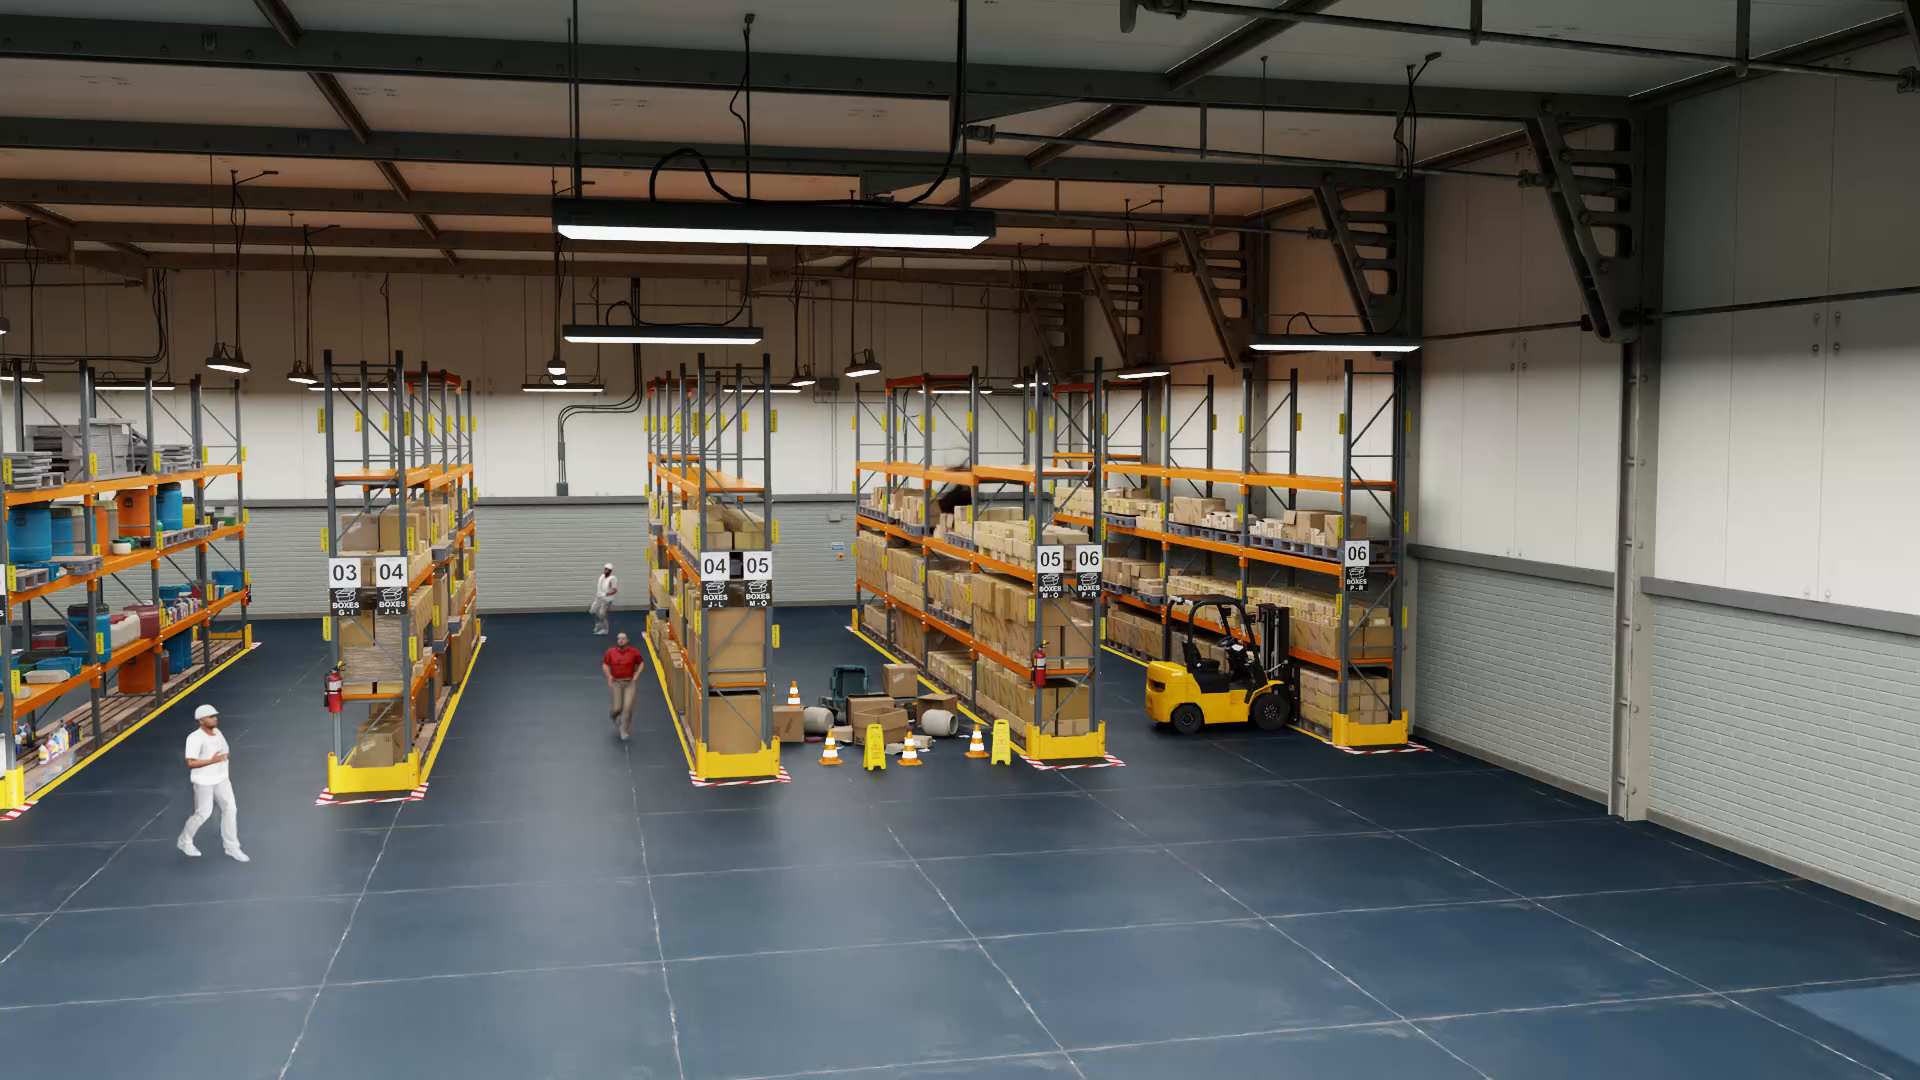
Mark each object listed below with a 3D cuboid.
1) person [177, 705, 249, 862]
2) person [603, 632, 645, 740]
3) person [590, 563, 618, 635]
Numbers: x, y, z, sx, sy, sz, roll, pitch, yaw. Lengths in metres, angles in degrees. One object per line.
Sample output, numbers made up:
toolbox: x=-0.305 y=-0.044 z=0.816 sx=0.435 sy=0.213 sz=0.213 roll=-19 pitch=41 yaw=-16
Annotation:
person: x=-8.580 y=2.780 z=19.007 sx=0.845 sy=1.808 sz=0.683 roll=1 pitch=4 yaw=16
person: x=-5.371 y=2.318 z=26.590 sx=0.653 sy=1.700 sz=0.647 roll=-1 pitch=4 yaw=-14
person: x=-8.414 y=1.404 z=39.272 sx=0.720 sy=1.711 sz=0.619 roll=3 pitch=5 yaw=33
